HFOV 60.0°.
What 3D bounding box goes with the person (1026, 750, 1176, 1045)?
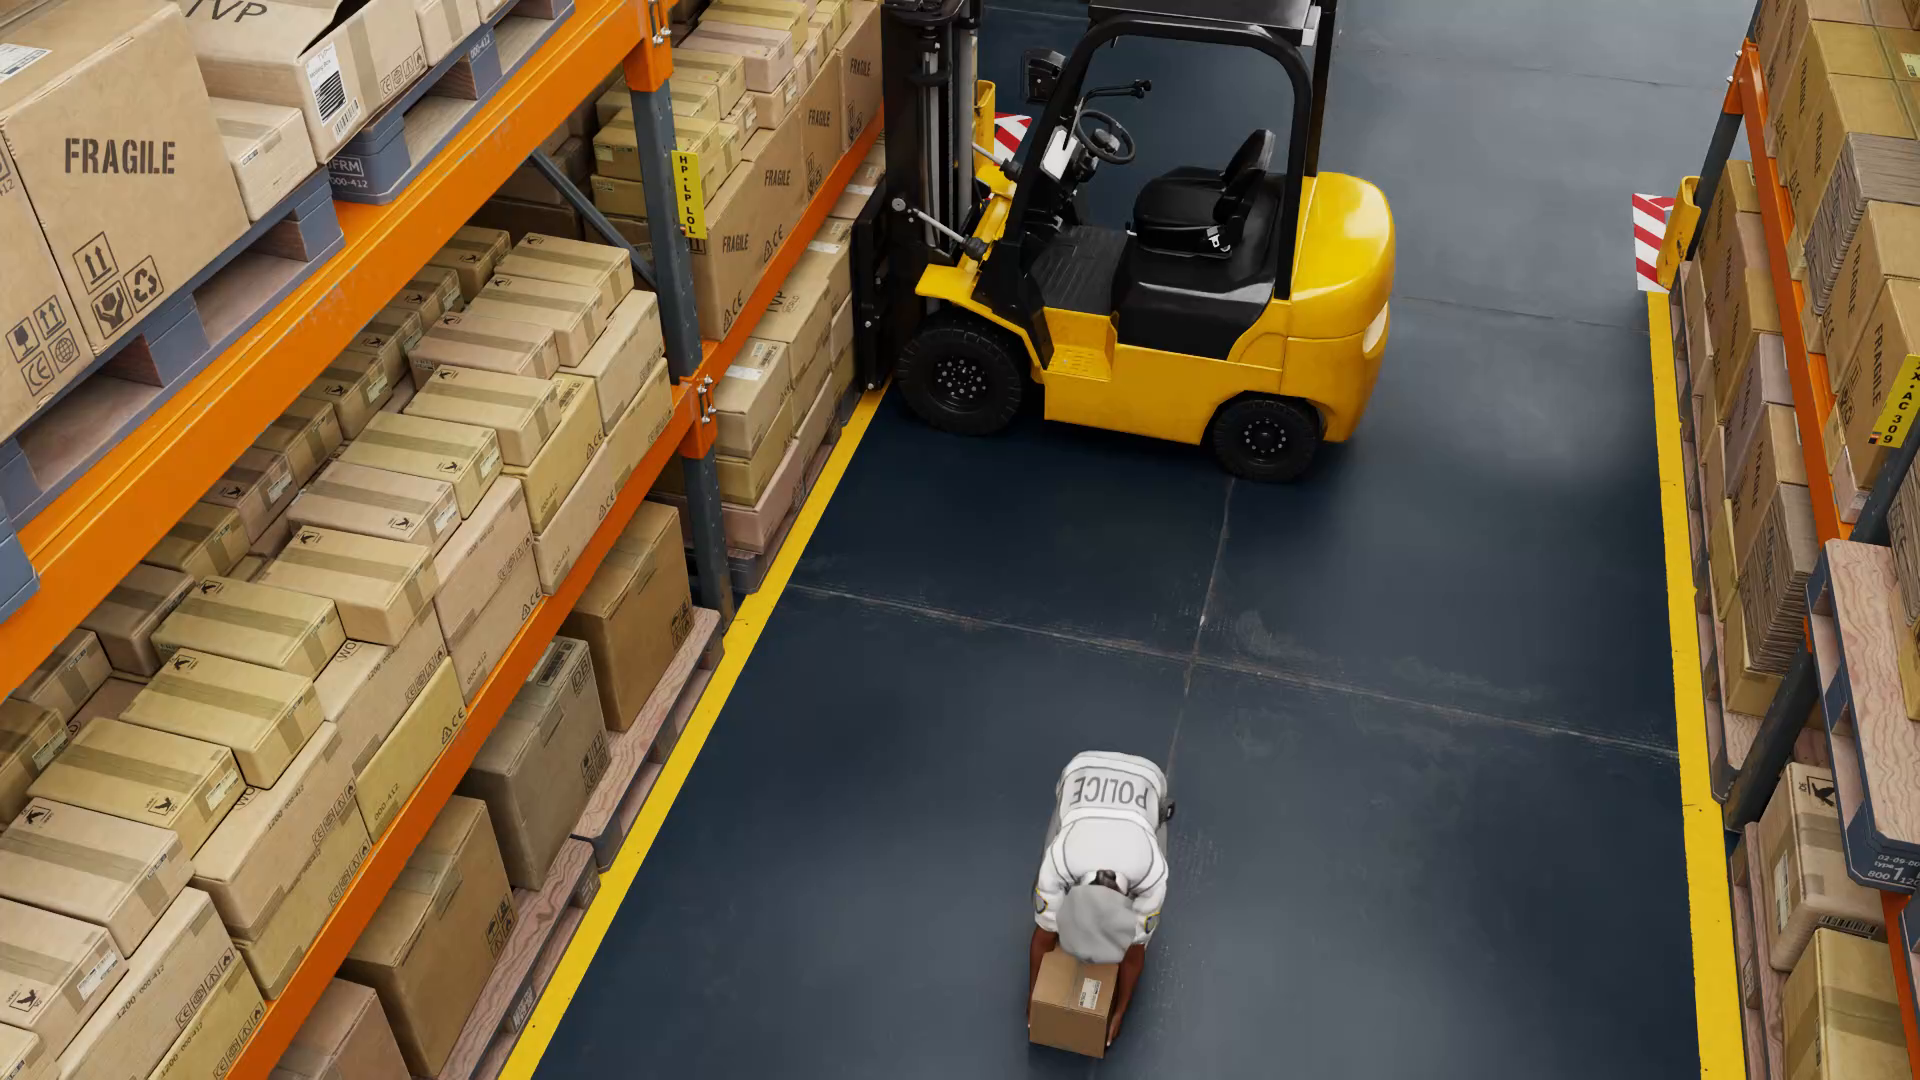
[{"bbox_3d":[0.468,1.150,5.542,0.443,0.788,0.916,9,42,10],"label":"person"}]
